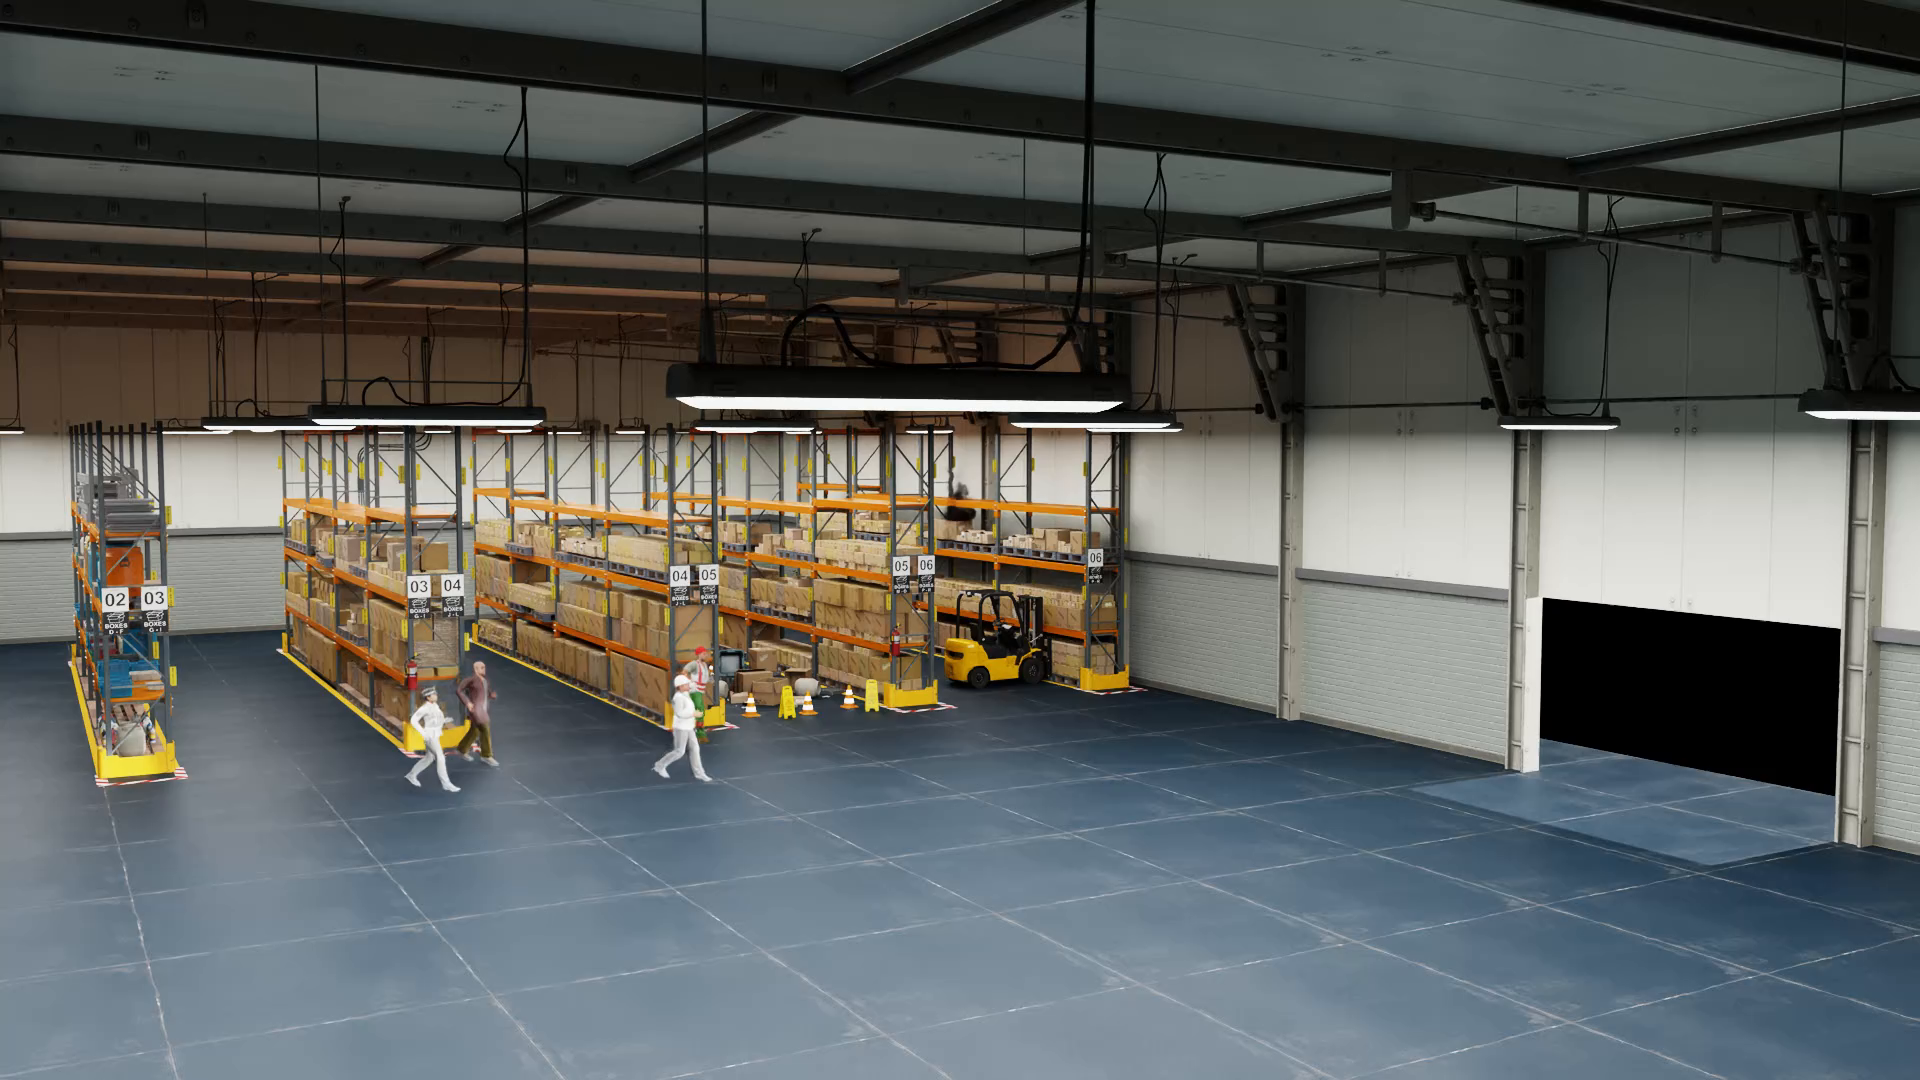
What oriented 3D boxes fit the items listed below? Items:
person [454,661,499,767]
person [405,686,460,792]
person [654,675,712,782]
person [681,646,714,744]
[{"bbox_3d":[-8.430,3.016,29.020,0.929,1.816,0.697,1,4,14],"label":"person"},{"bbox_3d":[-8.502,3.195,26.802,0.897,1.692,0.606,0,4,2],"label":"person"},{"bbox_3d":[-4.594,3.125,27.513,0.955,1.787,0.658,0,4,3],"label":"person"},{"bbox_3d":[-4.962,2.909,31.435,0.781,1.793,0.708,1,4,13],"label":"person"}]
